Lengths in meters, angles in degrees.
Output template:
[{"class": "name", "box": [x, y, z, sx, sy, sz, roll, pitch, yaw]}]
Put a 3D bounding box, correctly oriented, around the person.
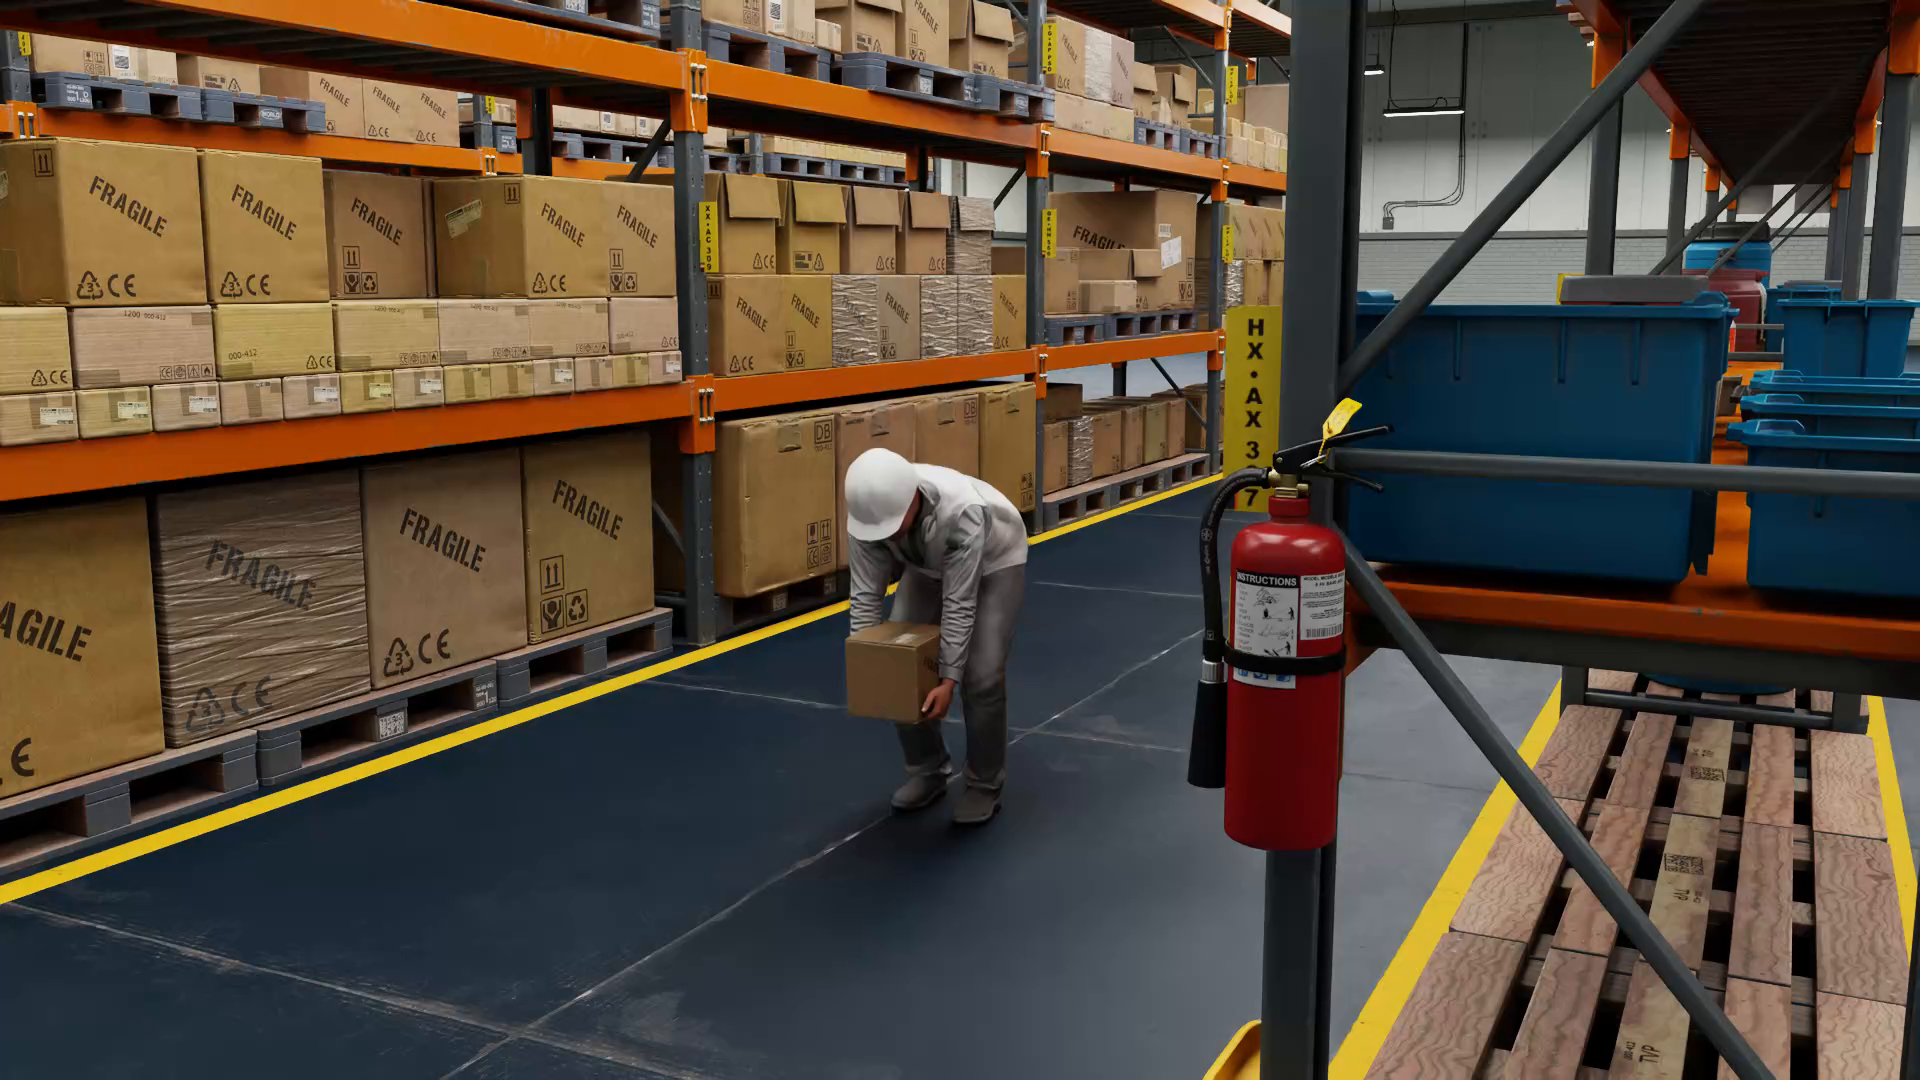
[{"class": "person", "box": [-0.100, 0.307, 5.407, 0.479, 1.284, 0.959, 4, 10, 24]}]
